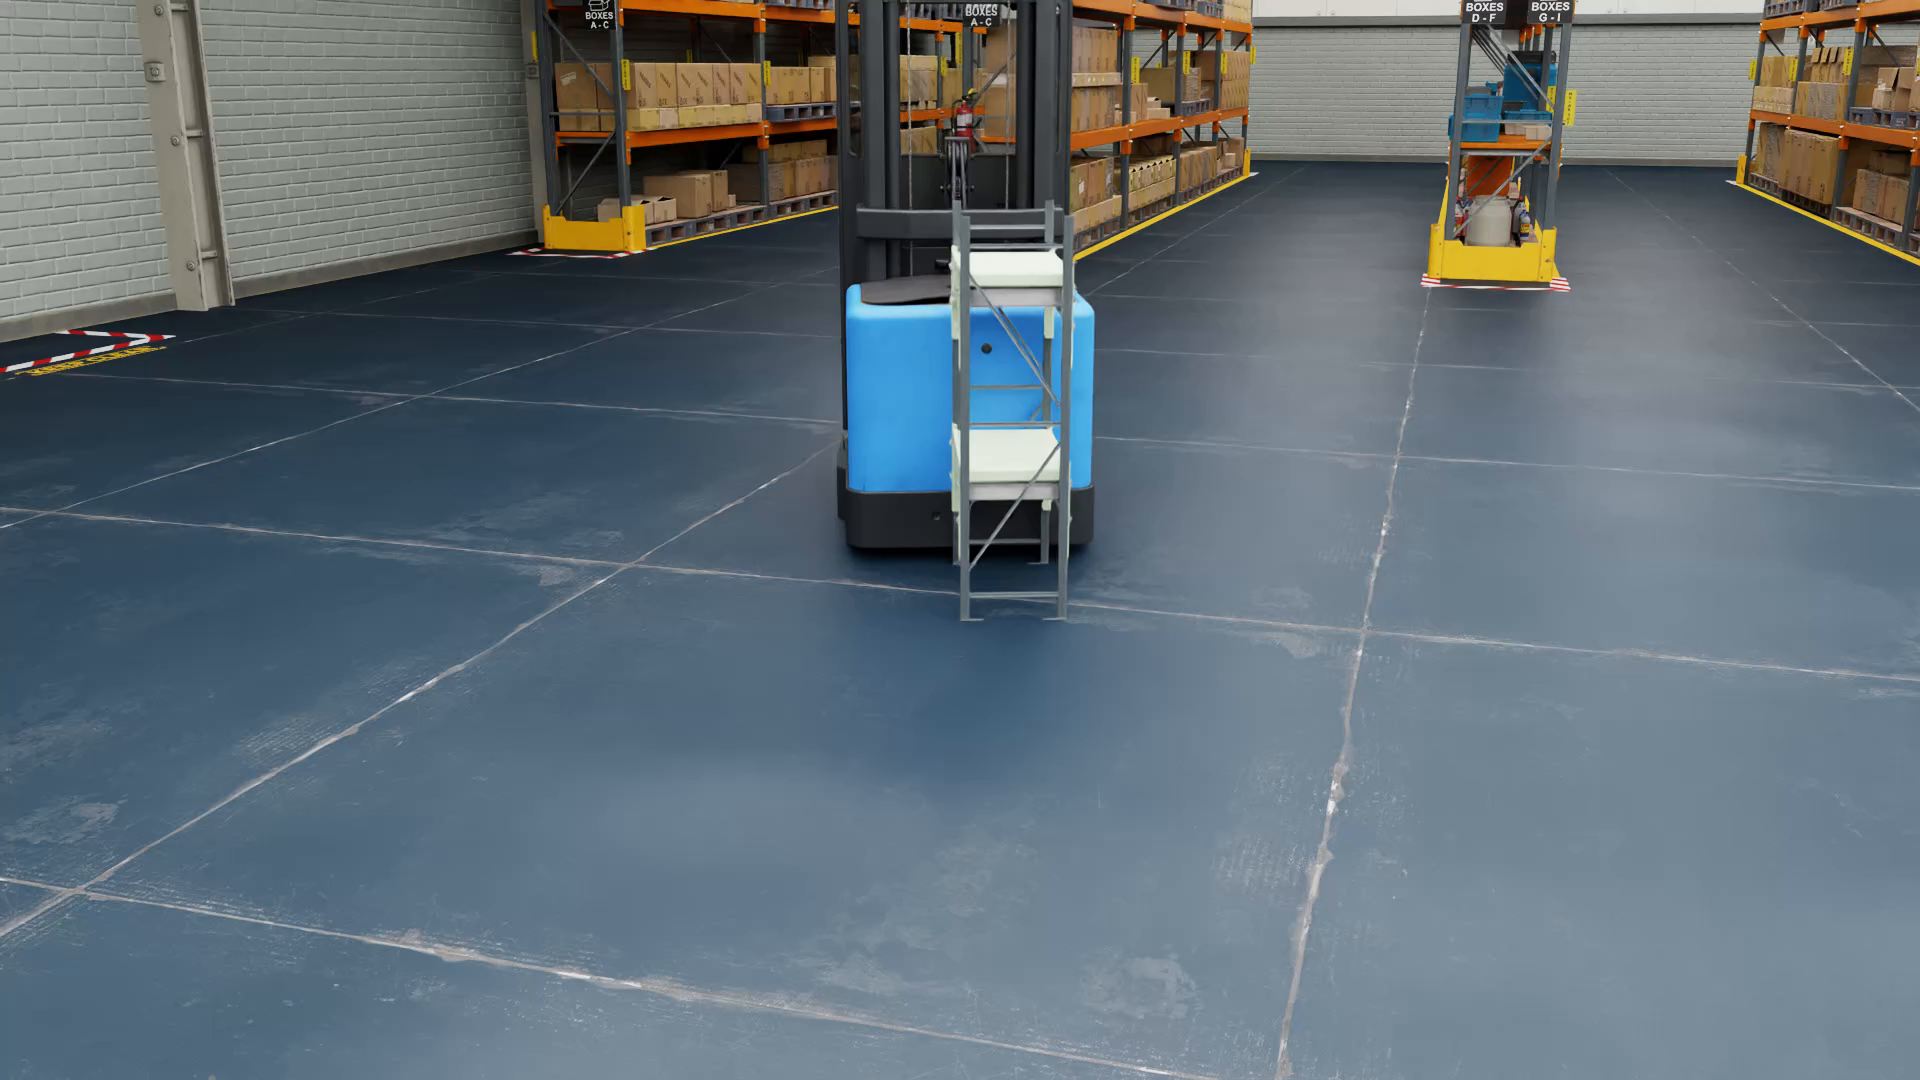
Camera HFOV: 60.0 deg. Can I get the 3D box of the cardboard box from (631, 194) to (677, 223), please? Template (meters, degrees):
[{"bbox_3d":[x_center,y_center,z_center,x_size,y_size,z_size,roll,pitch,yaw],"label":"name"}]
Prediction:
[{"bbox_3d":[-3.785,-4.028,20.156,0.500,0.311,0.500,6,17,20],"label":"cardboard box"}]

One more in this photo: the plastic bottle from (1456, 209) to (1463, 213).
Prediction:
[{"bbox_3d":[5.507,-3.535,18.480,0.152,0.276,0.135,4,16,14],"label":"plastic bottle"}]

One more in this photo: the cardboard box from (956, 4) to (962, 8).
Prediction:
[{"bbox_3d":[-0.212,-9.840,30.350,0.500,0.250,0.500,4,16,15],"label":"cardboard box"}]

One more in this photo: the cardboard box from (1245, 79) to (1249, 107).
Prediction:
[{"bbox_3d":[5.201,-8.500,31.616,0.500,0.500,0.500,5,17,18],"label":"cardboard box"}]

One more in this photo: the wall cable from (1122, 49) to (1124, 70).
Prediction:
[{"bbox_3d":[2.267,-11.817,38.192,3.097,2.526,0.112,5,16,16],"label":"wall cable"}]

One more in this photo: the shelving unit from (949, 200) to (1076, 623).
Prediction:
[{"bbox_3d":[0.186,-0.517,6.402,0.431,1.500,0.755,-1,16,-2],"label":"shelving unit"}]

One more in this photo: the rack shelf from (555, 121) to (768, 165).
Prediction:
[{"bbox_3d":[-3.662,-4.964,20.653,1.077,0.370,4.000,5,16,16],"label":"rack shelf"}]

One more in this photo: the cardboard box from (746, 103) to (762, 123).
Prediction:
[{"bbox_3d":[-2.937,-5.624,21.897,0.500,0.250,0.500,5,16,16],"label":"cardboard box"}]

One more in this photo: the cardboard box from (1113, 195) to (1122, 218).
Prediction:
[{"bbox_3d":[1.735,-4.191,20.879,0.500,0.250,0.500,5,16,16],"label":"cardboard box"}]

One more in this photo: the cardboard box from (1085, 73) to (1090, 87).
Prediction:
[{"bbox_3d":[1.276,-5.252,18.977,0.380,0.149,0.250,5,17,16],"label":"cardboard box"}]

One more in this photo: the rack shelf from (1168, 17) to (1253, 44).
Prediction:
[{"bbox_3d":[4.499,-9.164,29.961,1.077,0.370,4.000,5,16,16],"label":"rack shelf"}]

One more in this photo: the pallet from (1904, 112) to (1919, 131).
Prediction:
[{"bbox_3d":[11.511,-4.778,19.028,1.003,0.211,1.213,5,16,16],"label":"pallet"}]

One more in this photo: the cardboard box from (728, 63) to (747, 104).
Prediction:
[{"bbox_3d":[-3.068,-5.853,21.332,0.500,0.500,0.500,5,16,16],"label":"cardboard box"}]

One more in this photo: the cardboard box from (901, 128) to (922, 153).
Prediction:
[{"bbox_3d":[-1.130,-6.682,28.559,0.750,0.750,0.750,5,17,18],"label":"cardboard box"}]

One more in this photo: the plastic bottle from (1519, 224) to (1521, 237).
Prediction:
[{"bbox_3d":[6.112,-3.362,18.006,0.097,0.201,0.097,0,16,0],"label":"plastic bottle"}]

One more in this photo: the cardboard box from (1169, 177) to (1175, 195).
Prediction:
[{"bbox_3d":[2.878,-5.220,24.504,0.500,0.250,0.500,5,17,17],"label":"cardboard box"}]

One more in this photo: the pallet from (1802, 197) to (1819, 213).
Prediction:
[{"bbox_3d":[12.935,-4.905,24.235,1.003,0.211,1.213,5,16,16],"label":"pallet"}]

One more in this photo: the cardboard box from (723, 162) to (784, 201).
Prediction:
[{"bbox_3d":[-2.900,-5.037,23.364,0.700,0.500,0.500,5,17,18],"label":"cardboard box"}]

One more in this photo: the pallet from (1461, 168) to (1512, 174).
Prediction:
[{"bbox_3d":[9.544,-6.651,30.390,1.003,0.211,1.213,5,16,16],"label":"pallet"}]

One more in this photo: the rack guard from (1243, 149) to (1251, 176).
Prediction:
[{"bbox_3d":[5.046,-7.368,32.388,1.175,0.500,0.348,5,16,16],"label":"rack guard"}]

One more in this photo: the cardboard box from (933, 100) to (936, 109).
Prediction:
[{"bbox_3d":[-0.645,-7.705,29.421,0.380,0.149,0.250,5,17,16],"label":"cardboard box"}]

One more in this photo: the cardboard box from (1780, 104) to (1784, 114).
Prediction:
[{"bbox_3d":[13.346,-6.893,26.595,0.380,0.149,0.250,4,16,15],"label":"cardboard box"}]

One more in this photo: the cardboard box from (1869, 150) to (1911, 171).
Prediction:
[{"bbox_3d":[12.129,-4.920,21.579,0.500,0.250,0.500,5,17,18],"label":"cardboard box"}]

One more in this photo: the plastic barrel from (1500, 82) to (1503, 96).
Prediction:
[{"bbox_3d":[7.219,-5.669,21.571,0.433,0.535,0.433,0,16,0],"label":"plastic barrel"}]

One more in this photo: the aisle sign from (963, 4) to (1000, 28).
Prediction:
[{"bbox_3d":[0.220,-5.660,17.024,0.394,0.787,0.004,5,16,16],"label":"aisle sign"}]

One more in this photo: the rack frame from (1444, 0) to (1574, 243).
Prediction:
[{"bbox_3d":[5.268,-4.019,16.001,1.000,3.000,0.127,5,16,16],"label":"rack frame"}]

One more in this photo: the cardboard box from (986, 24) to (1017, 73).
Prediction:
[{"bbox_3d":[0.680,-5.211,17.644,0.700,0.500,0.500,5,16,16],"label":"cardboard box"}]

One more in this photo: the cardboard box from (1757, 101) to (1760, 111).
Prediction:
[{"bbox_3d":[14.003,-7.498,28.729,0.380,0.149,0.250,4,16,15],"label":"cardboard box"}]

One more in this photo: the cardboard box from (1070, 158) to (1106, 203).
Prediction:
[{"bbox_3d":[1.443,-4.291,19.856,0.500,0.500,0.500,5,16,16],"label":"cardboard box"}]

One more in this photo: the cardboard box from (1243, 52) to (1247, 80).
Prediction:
[{"bbox_3d":[5.062,-8.849,31.015,0.500,0.500,0.500,5,17,17],"label":"cardboard box"}]

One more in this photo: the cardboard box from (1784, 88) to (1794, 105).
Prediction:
[{"bbox_3d":[13.301,-6.981,26.175,0.500,0.250,0.500,4,16,15],"label":"cardboard box"}]

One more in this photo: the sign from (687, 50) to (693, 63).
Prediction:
[{"bbox_3d":[-3.627,-6.433,22.390,0.100,0.325,0.005,5,16,16],"label":"sign"}]

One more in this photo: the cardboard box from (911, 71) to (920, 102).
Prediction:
[{"bbox_3d":[-0.996,-7.722,28.293,0.500,0.500,0.500,5,16,16],"label":"cardboard box"}]

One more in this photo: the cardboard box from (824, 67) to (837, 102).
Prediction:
[{"bbox_3d":[-2.214,-6.868,25.056,0.700,0.500,0.500,3,16,11],"label":"cardboard box"}]

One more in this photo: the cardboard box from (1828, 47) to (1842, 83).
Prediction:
[{"bbox_3d":[12.886,-6.795,23.766,0.797,0.503,0.637,5,17,18],"label":"cardboard box"}]

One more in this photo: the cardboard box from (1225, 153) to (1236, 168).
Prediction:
[{"bbox_3d":[4.850,-7.071,30.995,0.500,0.250,0.500,5,16,16],"label":"cardboard box"}]

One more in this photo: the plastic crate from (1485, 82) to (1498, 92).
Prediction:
[{"bbox_3d":[9.899,-8.149,30.387,0.616,0.435,0.499,5,16,16],"label":"plastic crate"}]

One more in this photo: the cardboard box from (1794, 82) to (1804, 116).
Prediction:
[{"bbox_3d":[13.057,-6.721,25.346,0.500,0.500,0.500,5,16,16],"label":"cardboard box"}]

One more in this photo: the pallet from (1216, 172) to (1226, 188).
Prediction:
[{"bbox_3d":[4.127,-6.381,29.441,1.003,0.211,1.213,5,16,16],"label":"pallet"}]

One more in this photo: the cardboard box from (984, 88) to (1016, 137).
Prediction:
[{"bbox_3d":[0.665,-4.573,17.772,0.700,0.500,0.500,5,16,16],"label":"cardboard box"}]

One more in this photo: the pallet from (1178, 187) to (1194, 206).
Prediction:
[{"bbox_3d":[3.042,-5.348,25.797,1.003,0.211,1.213,5,16,16],"label":"pallet"}]

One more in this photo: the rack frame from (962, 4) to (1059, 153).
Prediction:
[{"bbox_3d":[0.520,-4.404,17.359,1.000,3.000,0.127,5,16,16],"label":"rack frame"}]

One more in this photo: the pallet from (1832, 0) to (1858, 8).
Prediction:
[{"bbox_3d":[12.423,-7.253,22.251,1.213,0.211,1.003,5,17,18],"label":"pallet"}]

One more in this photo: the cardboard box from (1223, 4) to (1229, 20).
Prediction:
[{"bbox_3d":[4.306,-9.022,28.420,0.500,0.250,0.500,5,16,16],"label":"cardboard box"}]

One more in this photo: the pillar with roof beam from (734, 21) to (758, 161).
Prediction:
[{"bbox_3d":[0.972,-9.159,23.131,9.100,9.000,0.400,5,16,16],"label":"pillar with roof beam"}]

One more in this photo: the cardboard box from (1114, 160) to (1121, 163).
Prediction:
[{"bbox_3d":[2.075,-5.260,23.620,0.500,0.311,0.500,4,16,14],"label":"cardboard box"}]

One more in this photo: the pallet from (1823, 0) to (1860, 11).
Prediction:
[{"bbox_3d":[12.738,-7.545,23.283,1.003,0.211,1.213,5,17,18],"label":"pallet"}]

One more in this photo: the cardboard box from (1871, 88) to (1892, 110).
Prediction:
[{"bbox_3d":[11.594,-5.437,20.506,0.500,0.250,0.500,4,16,14],"label":"cardboard box"}]

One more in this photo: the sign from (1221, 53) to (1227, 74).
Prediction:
[{"bbox_3d":[4.464,-8.058,28.121,0.100,0.325,0.005,5,16,16],"label":"sign"}]

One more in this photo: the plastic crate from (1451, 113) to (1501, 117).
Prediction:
[{"bbox_3d":[5.314,-4.271,17.163,0.499,0.251,0.408,5,16,16],"label":"plastic crate"}]

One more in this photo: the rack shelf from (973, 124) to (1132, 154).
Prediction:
[{"bbox_3d":[1.089,-4.581,19.302,1.077,0.370,4.000,5,16,16],"label":"rack shelf"}]

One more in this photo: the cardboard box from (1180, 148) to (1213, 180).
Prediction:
[{"bbox_3d":[3.917,-6.273,27.721,0.500,0.500,0.500,5,16,16],"label":"cardboard box"}]

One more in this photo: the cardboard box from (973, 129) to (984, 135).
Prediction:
[{"bbox_3d":[0.280,-7.979,32.586,0.380,0.149,0.250,5,17,17],"label":"cardboard box"}]

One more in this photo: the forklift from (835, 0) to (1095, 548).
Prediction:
[{"bbox_3d":[-0.045,-1.725,8.040,1.130,2.935,3.031,-1,16,-4],"label":"forklift"}]
